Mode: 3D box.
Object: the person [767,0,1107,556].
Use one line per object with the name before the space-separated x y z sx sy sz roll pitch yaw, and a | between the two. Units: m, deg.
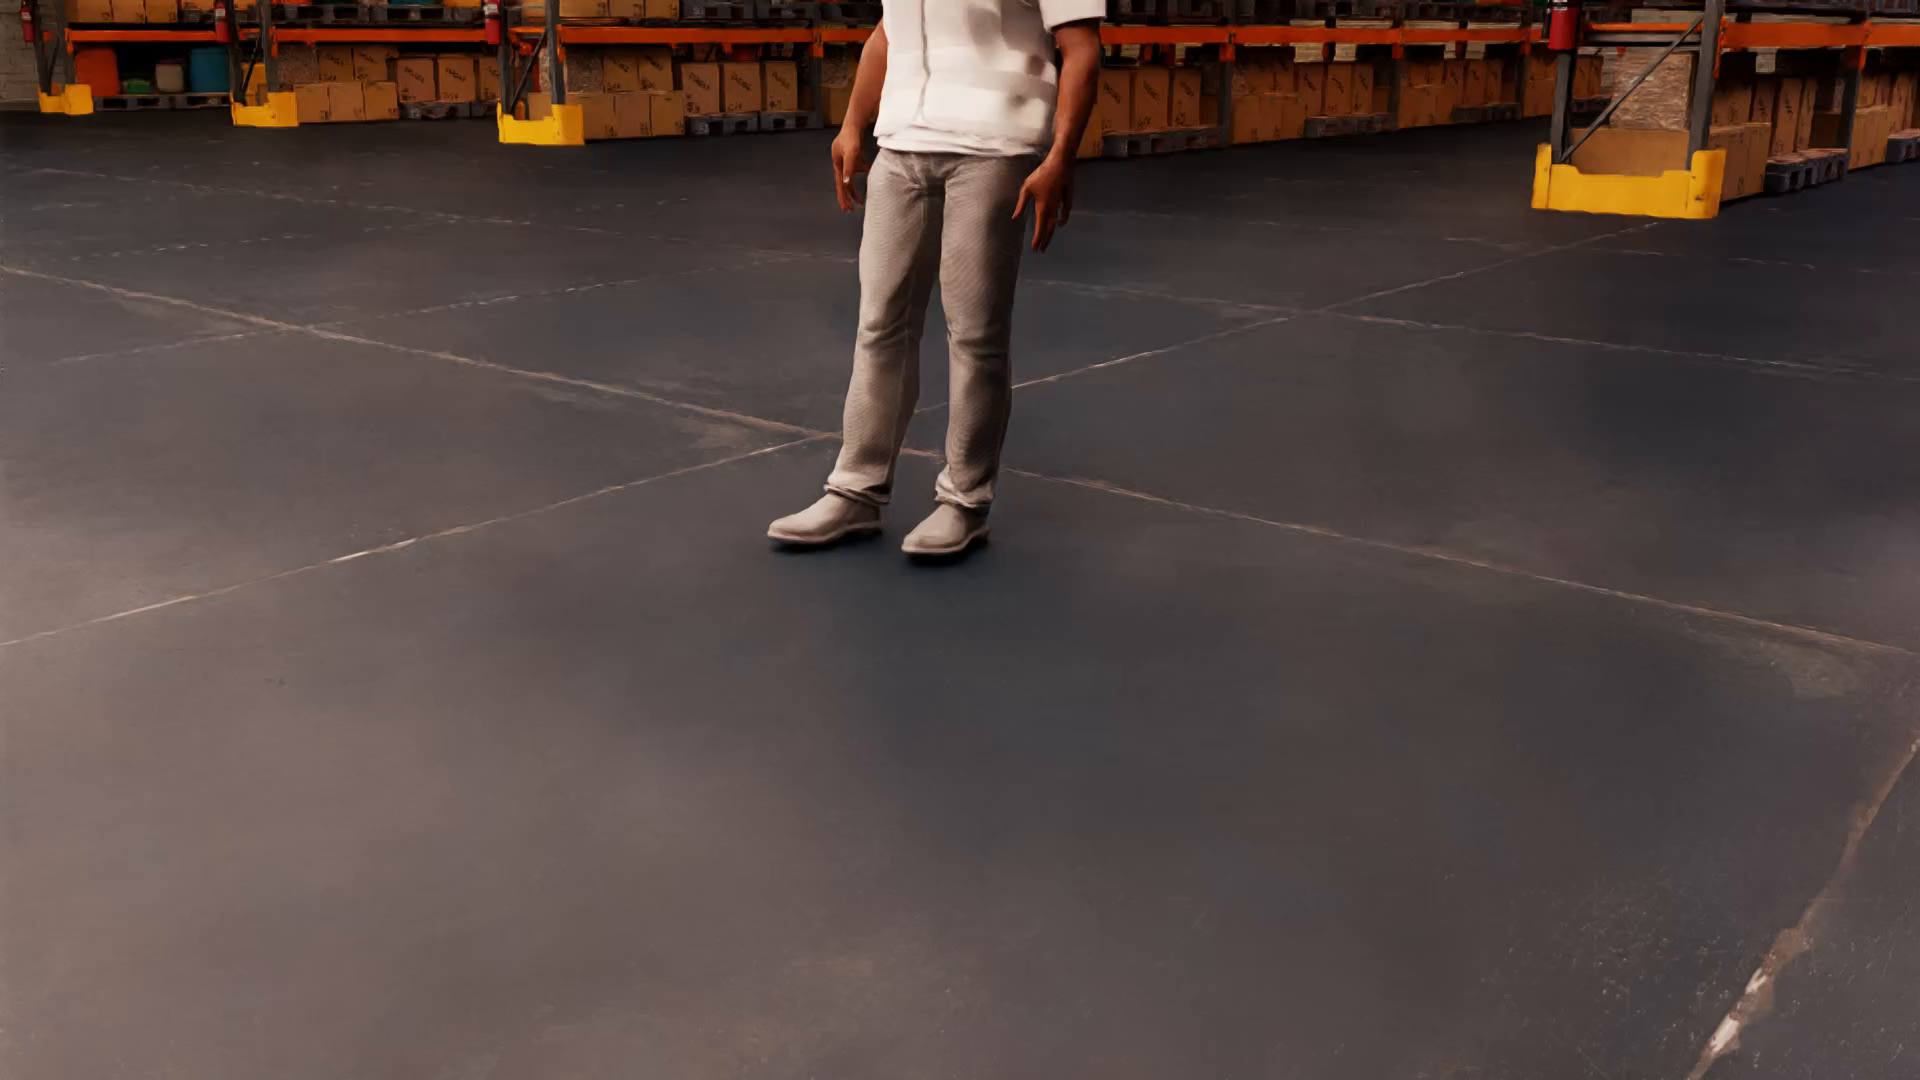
person | -0.048 -0.837 3.635 0.665 1.766 0.576 13 21 37
